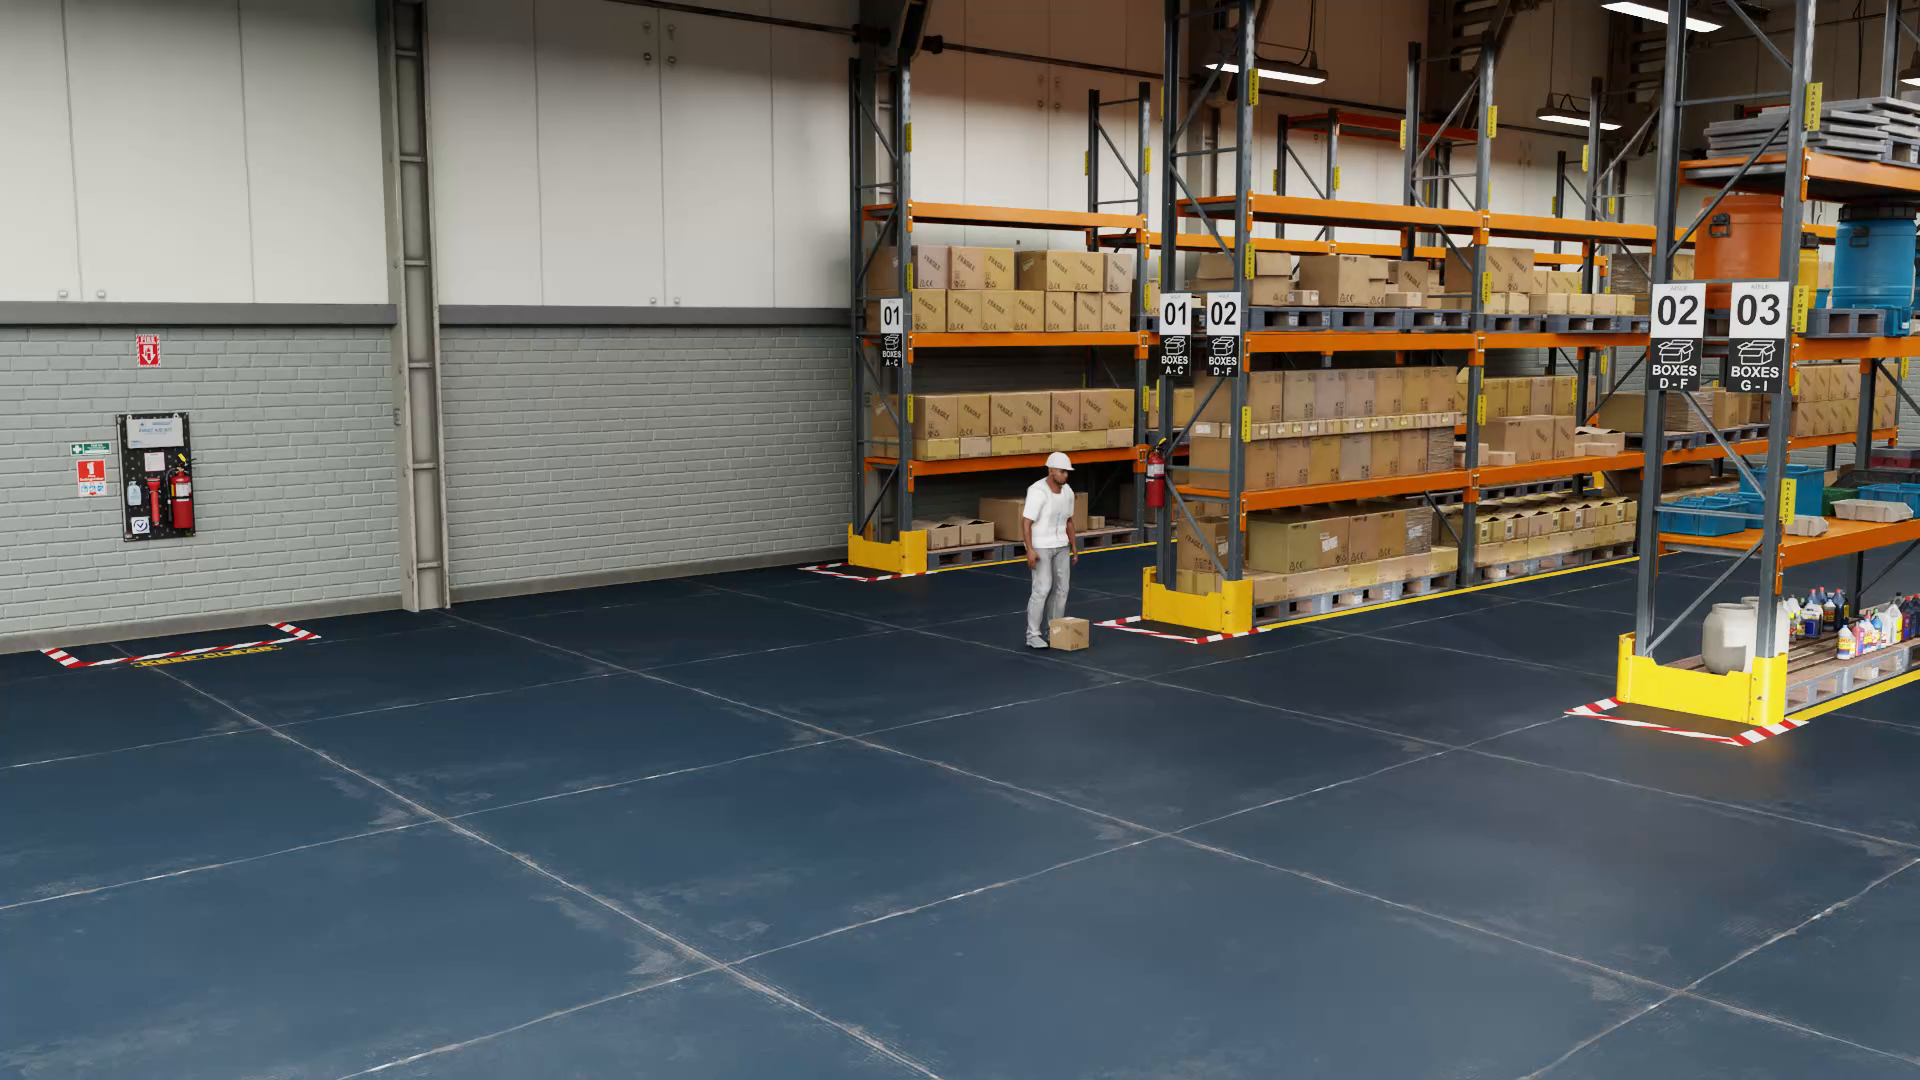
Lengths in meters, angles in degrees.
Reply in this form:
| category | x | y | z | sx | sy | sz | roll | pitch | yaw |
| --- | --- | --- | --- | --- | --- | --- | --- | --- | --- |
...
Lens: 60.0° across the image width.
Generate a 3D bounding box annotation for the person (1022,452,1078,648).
| category | x | y | z | sx | sy | sz | roll | pitch | yaw |
| --- | --- | --- | --- | --- | --- | --- | --- | --- | --- |
| person | 0.831 | 0.080 | 15.100 | 0.627 | 1.757 | 0.460 | -6 | 10 | -41 |
